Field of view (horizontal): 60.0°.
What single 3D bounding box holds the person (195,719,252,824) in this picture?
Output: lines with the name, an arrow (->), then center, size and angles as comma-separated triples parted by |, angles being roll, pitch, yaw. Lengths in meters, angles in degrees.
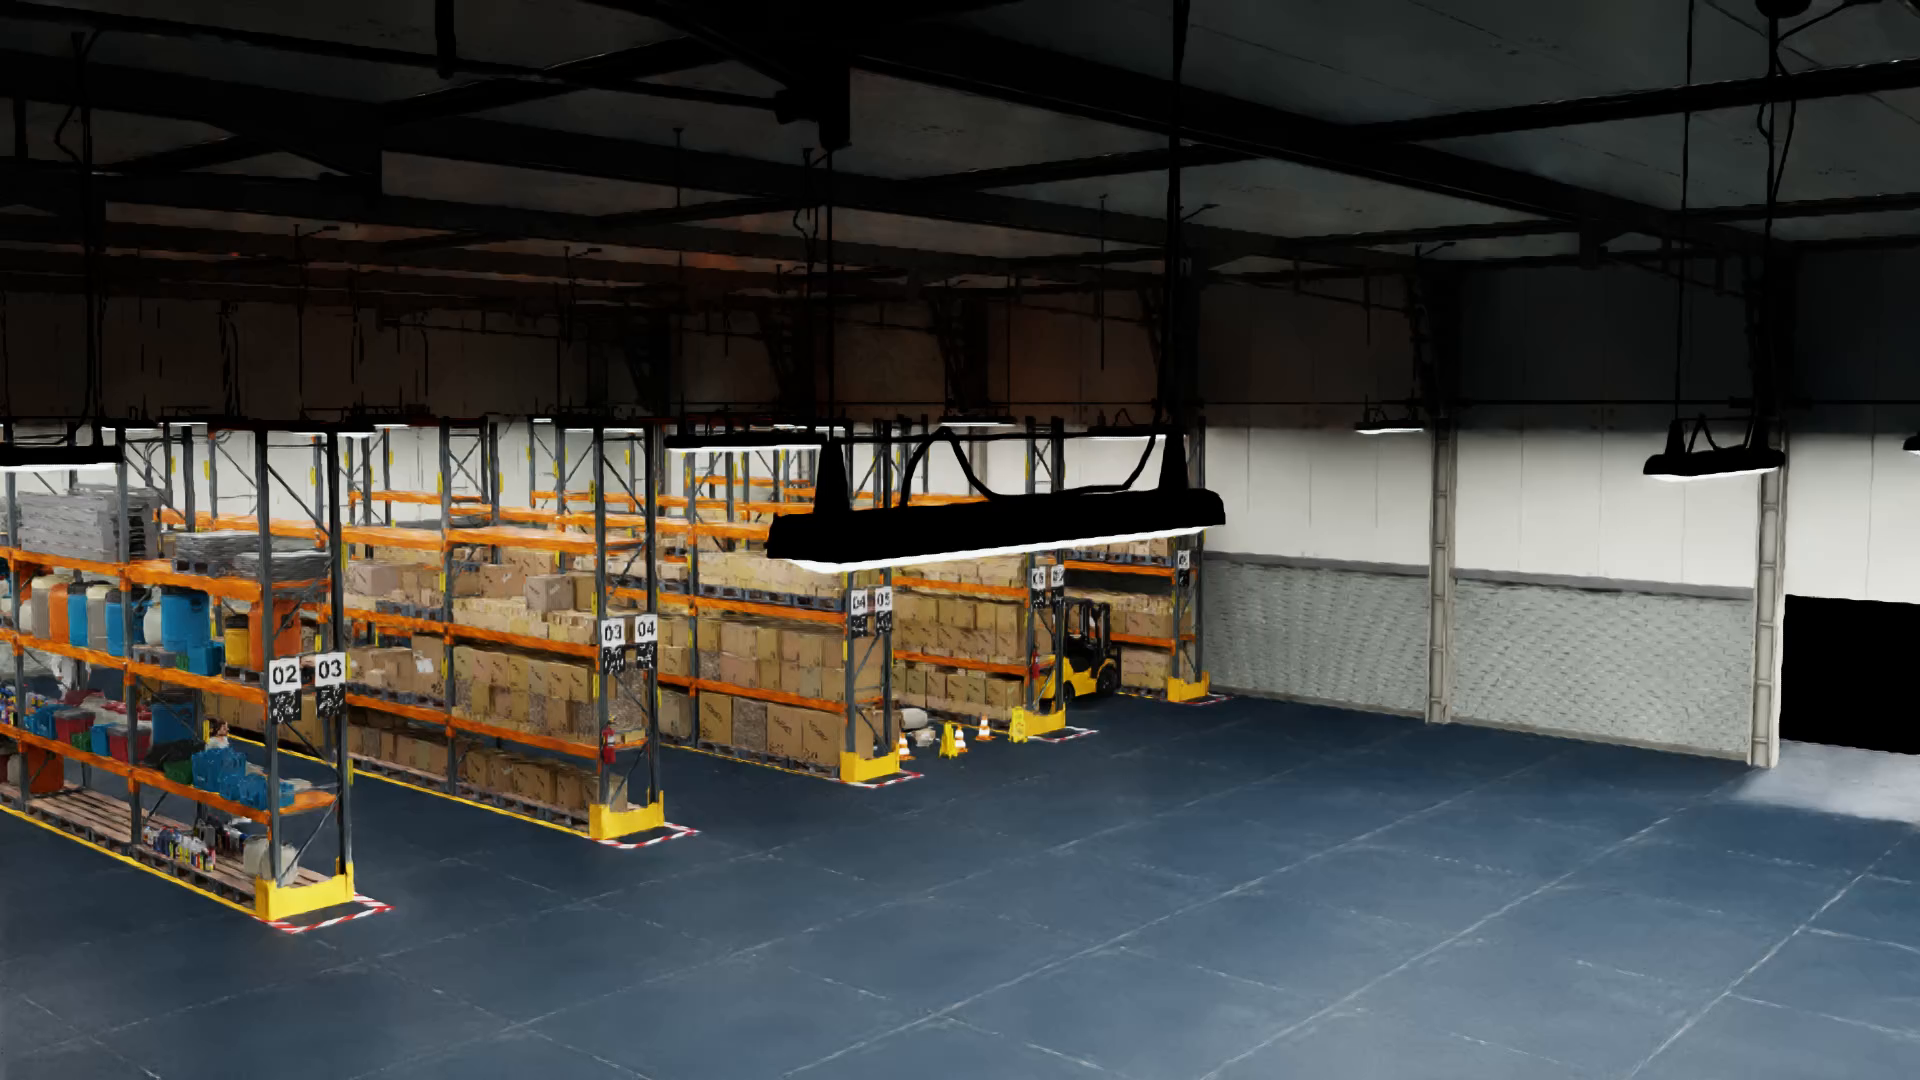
person -> -11.030, 3.459, 24.742 | 0.733, 1.624, 0.575 | 2, 5, 18

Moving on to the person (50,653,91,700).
person -> -17.670, 2.727, 33.044 | 0.546, 1.733, 0.729 | 4, 6, 39

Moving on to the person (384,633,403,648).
person -> -13.792, 2.104, 40.487 | 0.698, 1.712, 0.466 | 1, 5, 10
